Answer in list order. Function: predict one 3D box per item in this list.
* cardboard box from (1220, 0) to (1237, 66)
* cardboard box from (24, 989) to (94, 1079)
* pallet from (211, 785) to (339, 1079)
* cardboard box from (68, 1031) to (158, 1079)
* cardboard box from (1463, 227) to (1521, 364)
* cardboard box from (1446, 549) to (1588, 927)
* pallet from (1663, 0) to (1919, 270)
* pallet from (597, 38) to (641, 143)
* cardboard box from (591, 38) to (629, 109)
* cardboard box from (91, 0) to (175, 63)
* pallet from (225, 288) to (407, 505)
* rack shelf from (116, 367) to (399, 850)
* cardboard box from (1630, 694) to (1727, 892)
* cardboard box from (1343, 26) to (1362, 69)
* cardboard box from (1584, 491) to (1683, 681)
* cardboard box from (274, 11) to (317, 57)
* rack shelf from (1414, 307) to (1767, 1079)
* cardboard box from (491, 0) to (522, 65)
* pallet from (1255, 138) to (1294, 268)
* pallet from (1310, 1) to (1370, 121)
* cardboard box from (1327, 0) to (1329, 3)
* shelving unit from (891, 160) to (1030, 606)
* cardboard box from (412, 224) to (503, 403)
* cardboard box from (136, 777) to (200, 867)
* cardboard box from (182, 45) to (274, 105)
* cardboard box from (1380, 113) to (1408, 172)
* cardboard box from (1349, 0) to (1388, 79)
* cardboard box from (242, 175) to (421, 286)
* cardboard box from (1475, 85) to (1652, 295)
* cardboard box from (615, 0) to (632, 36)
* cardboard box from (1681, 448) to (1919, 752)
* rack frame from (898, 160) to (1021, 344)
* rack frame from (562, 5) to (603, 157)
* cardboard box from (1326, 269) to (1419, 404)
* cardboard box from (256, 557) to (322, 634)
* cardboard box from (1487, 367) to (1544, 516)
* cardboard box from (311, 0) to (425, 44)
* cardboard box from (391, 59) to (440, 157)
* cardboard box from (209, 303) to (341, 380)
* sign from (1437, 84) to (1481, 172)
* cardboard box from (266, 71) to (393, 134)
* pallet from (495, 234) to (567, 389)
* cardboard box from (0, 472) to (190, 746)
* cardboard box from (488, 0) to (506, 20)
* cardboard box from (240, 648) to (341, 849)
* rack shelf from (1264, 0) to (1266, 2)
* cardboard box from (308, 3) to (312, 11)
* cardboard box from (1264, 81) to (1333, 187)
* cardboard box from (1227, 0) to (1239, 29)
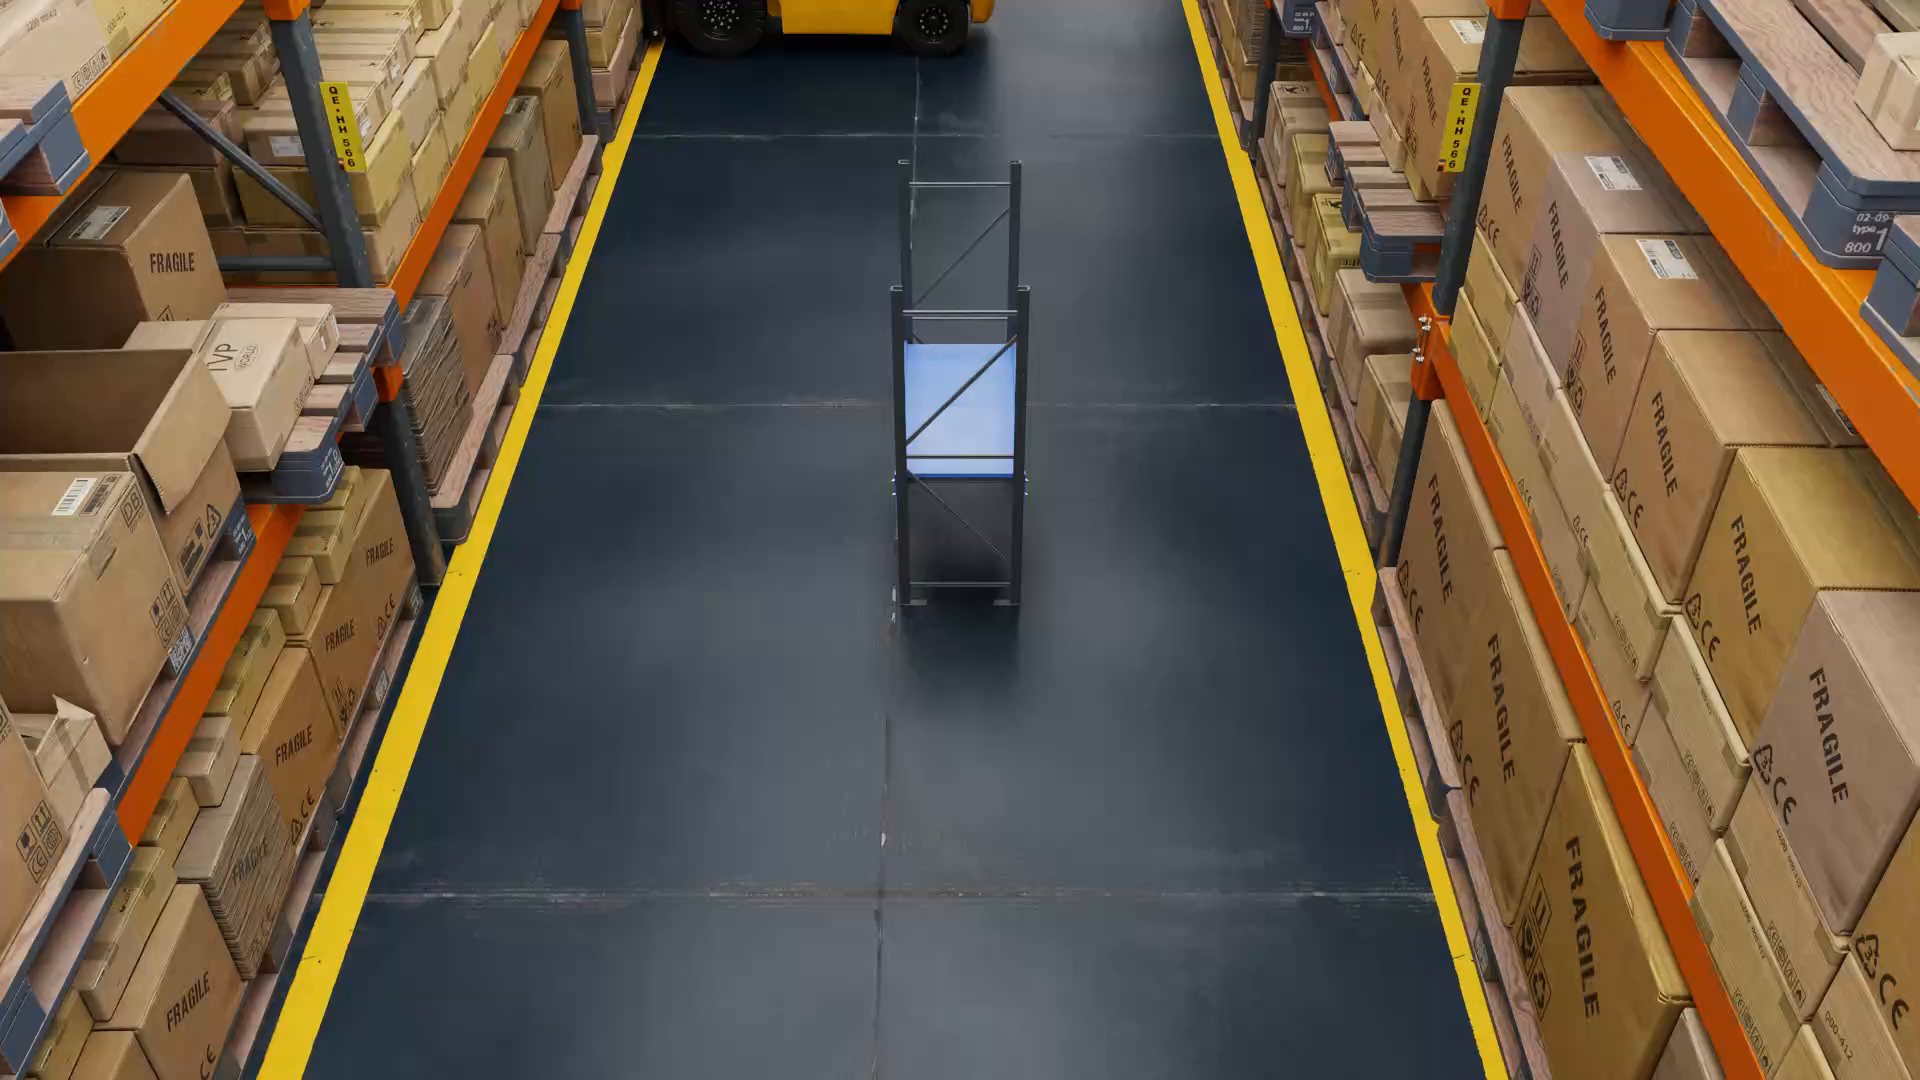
[{"bbox_3d":[1.991,-3.309,10.843,0.500,0.250,0.500,-1,39,-1],"label":"cardboard box"},{"bbox_3d":[-2.521,1.323,4.345,0.380,0.149,0.250,-1,39,-1],"label":"cardboard box"},{"bbox_3d":[-2.726,1.308,5.449,1.003,0.211,1.213,0,39,0],"label":"pallet"},{"bbox_3d":[-2.469,1.670,4.431,0.500,0.500,0.500,-1,39,-1],"label":"cardboard box"},{"bbox_3d":[2.029,-0.833,5.611,0.500,0.250,0.500,0,39,0],"label":"cardboard box"},{"bbox_3d":[2.190,0.641,5.414,0.875,0.875,0.875,0,39,1],"label":"cardboard box"},{"bbox_3d":[2.334,-1.009,3.862,1.003,0.211,1.213,2,39,2],"label":"pallet"},{"bbox_3d":[-2.652,-2.918,10.723,1.003,0.211,1.213,0,39,0],"label":"pallet"},{"bbox_3d":[-2.362,-2.903,10.337,0.500,0.250,0.500,0,39,0],"label":"cardboard box"},{"bbox_3d":[-2.443,-1.485,4.425,0.500,0.250,0.500,0,39,0],"label":"cardboard box"},{"bbox_3d":[-2.617,-0.509,5.640,1.213,0.211,1.003,0,39,0],"label":"pallet"},{"bbox_3d":[-2.686,0.524,4.773,1.077,0.370,4.000,0,39,0],"label":"rack shelf"},{"bbox_3d":[2.047,0.632,4.183,0.500,0.250,0.500,-1,39,-1],"label":"cardboard box"},{"bbox_3d":[1.959,-2.253,7.528,0.380,0.149,0.250,-1,39,-1],"label":"cardboard box"},{"bbox_3d":[2.004,0.119,4.423,0.500,0.250,0.500,1,39,1],"label":"cardboard box"},{"bbox_3d":[-2.967,-2.058,7.140,0.500,0.250,0.500,0,39,0],"label":"cardboard box"},{"bbox_3d":[2.278,0.518,4.781,1.077,0.370,4.000,0,39,0],"label":"rack shelf"},{"bbox_3d":[-2.454,-2.511,8.104,0.500,0.250,0.500,0,39,0],"label":"cardboard box"},{"bbox_3d":[2.273,-1.940,9.502,1.003,0.211,1.213,0,39,0],"label":"pallet"},{"bbox_3d":[2.232,-2.177,7.721,1.003,0.211,1.213,0,39,0],"label":"pallet"},{"bbox_3d":[1.982,-2.741,8.137,0.380,0.149,0.250,1,39,1],"label":"cardboard box"},{"bbox_3d":[0.000,-0.639,6.848,0.538,1.500,1.048,0,39,0],"label":"shelving unit"},{"bbox_3d":[-2.684,-1.044,7.717,0.875,0.625,0.625,1,39,1],"label":"cardboard box"},{"bbox_3d":[-2.511,0.842,4.945,0.380,0.149,0.250,0,39,0],"label":"cardboard box"},{"bbox_3d":[-2.942,-1.829,6.535,0.380,0.149,0.250,0,39,0],"label":"cardboard box"},{"bbox_3d":[1.922,-1.609,6.725,0.380,0.149,0.250,0,39,0],"label":"cardboard box"},{"bbox_3d":[1.984,-2.256,7.012,0.500,0.500,0.500,-3,39,-3],"label":"cardboard box"},{"bbox_3d":[-2.444,-1.227,6.502,0.500,0.250,0.500,0,39,0],"label":"cardboard box"},{"bbox_3d":[2.032,-1.134,5.387,0.500,0.500,0.500,-1,39,-2],"label":"cardboard box"},{"bbox_3d":[-2.387,-3.413,10.573,0.500,0.250,0.500,0,39,0],"label":"cardboard box"},{"bbox_3d":[2.040,0.139,3.799,0.500,0.500,0.500,1,39,1],"label":"cardboard box"},{"bbox_3d":[-0.001,-0.956,7.244,0.500,1.500,0.032,0,39,0],"label":"rack frame"},{"bbox_3d":[-2.693,-3.509,9.230,1.000,3.000,0.127,0,39,0],"label":"rack frame"},{"bbox_3d":[2.276,-0.967,7.823,0.950,0.372,0.625,-1,39,-1],"label":"cardboard box"},{"bbox_3d":[-2.447,0.195,5.753,0.380,0.149,0.250,-1,39,-2],"label":"cardboard box"},{"bbox_3d":[2.043,-0.328,5.380,0.500,0.250,0.500,-1,39,-1],"label":"cardboard box"},{"bbox_3d":[-2.464,-2.148,6.933,0.380,0.149,0.250,0,39,0],"label":"cardboard box"},{"bbox_3d":[-2.444,-1.735,6.737,0.500,0.250,0.500,1,39,1],"label":"cardboard box"},{"bbox_3d":[-2.304,-0.663,5.544,0.380,0.149,0.250,1,39,1],"label":"cardboard box"},{"bbox_3d":[1.733,-1.428,5.771,0.100,0.325,0.005,0,39,0],"label":"sign"},{"bbox_3d":[-2.395,-1.666,6.332,0.380,0.149,0.250,1,39,1],"label":"cardboard box"},{"bbox_3d":[-2.648,-1.196,8.573,1.003,0.211,1.213,0,39,0],"label":"pallet"},{"bbox_3d":[-2.462,0.173,4.219,0.700,0.500,0.500,0,39,0],"label":"cardboard box"},{"bbox_3d":[-2.434,-2.697,7.938,0.500,0.250,0.500,1,39,1],"label":"cardboard box"},{"bbox_3d":[-2.479,0.708,5.631,0.500,0.500,0.500,2,39,2],"label":"cardboard box"},{"bbox_3d":[2.269,-4.485,11.023,1.077,0.370,4.000,0,39,0],"label":"rack shelf"},{"bbox_3d":[-3.018,-2.302,7.125,0.380,0.149,0.250,-1,39,-1],"label":"cardboard box"},{"bbox_3d":[2.274,-2.326,9.519,0.950,0.372,0.625,0,39,1],"label":"cardboard box"},{"bbox_3d":[2.000,-3.586,10.590,0.500,0.500,0.500,1,39,1],"label":"cardboard box"}]
